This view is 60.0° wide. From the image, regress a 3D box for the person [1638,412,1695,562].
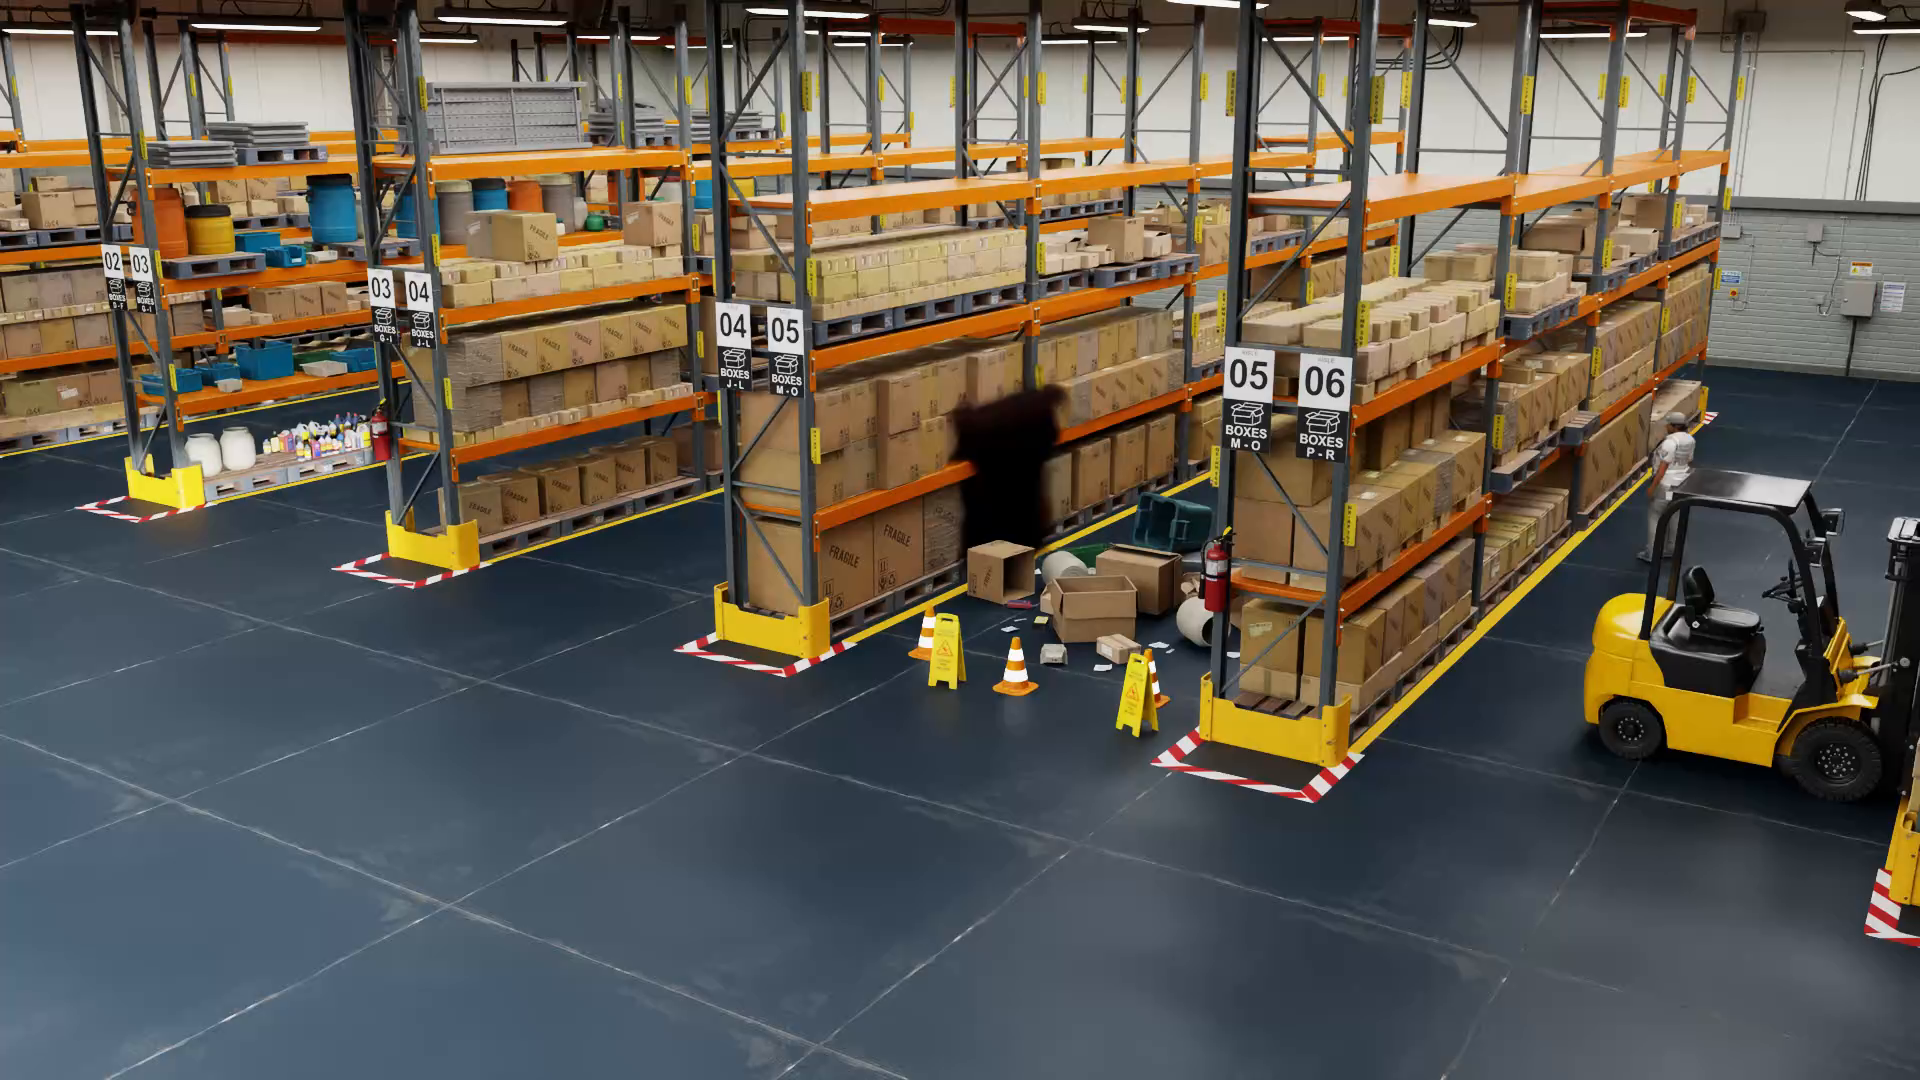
[{"bbox_3d":[7.778,-0.582,18.265,0.532,1.672,0.394,-8,17,-25],"label":"person"}]
